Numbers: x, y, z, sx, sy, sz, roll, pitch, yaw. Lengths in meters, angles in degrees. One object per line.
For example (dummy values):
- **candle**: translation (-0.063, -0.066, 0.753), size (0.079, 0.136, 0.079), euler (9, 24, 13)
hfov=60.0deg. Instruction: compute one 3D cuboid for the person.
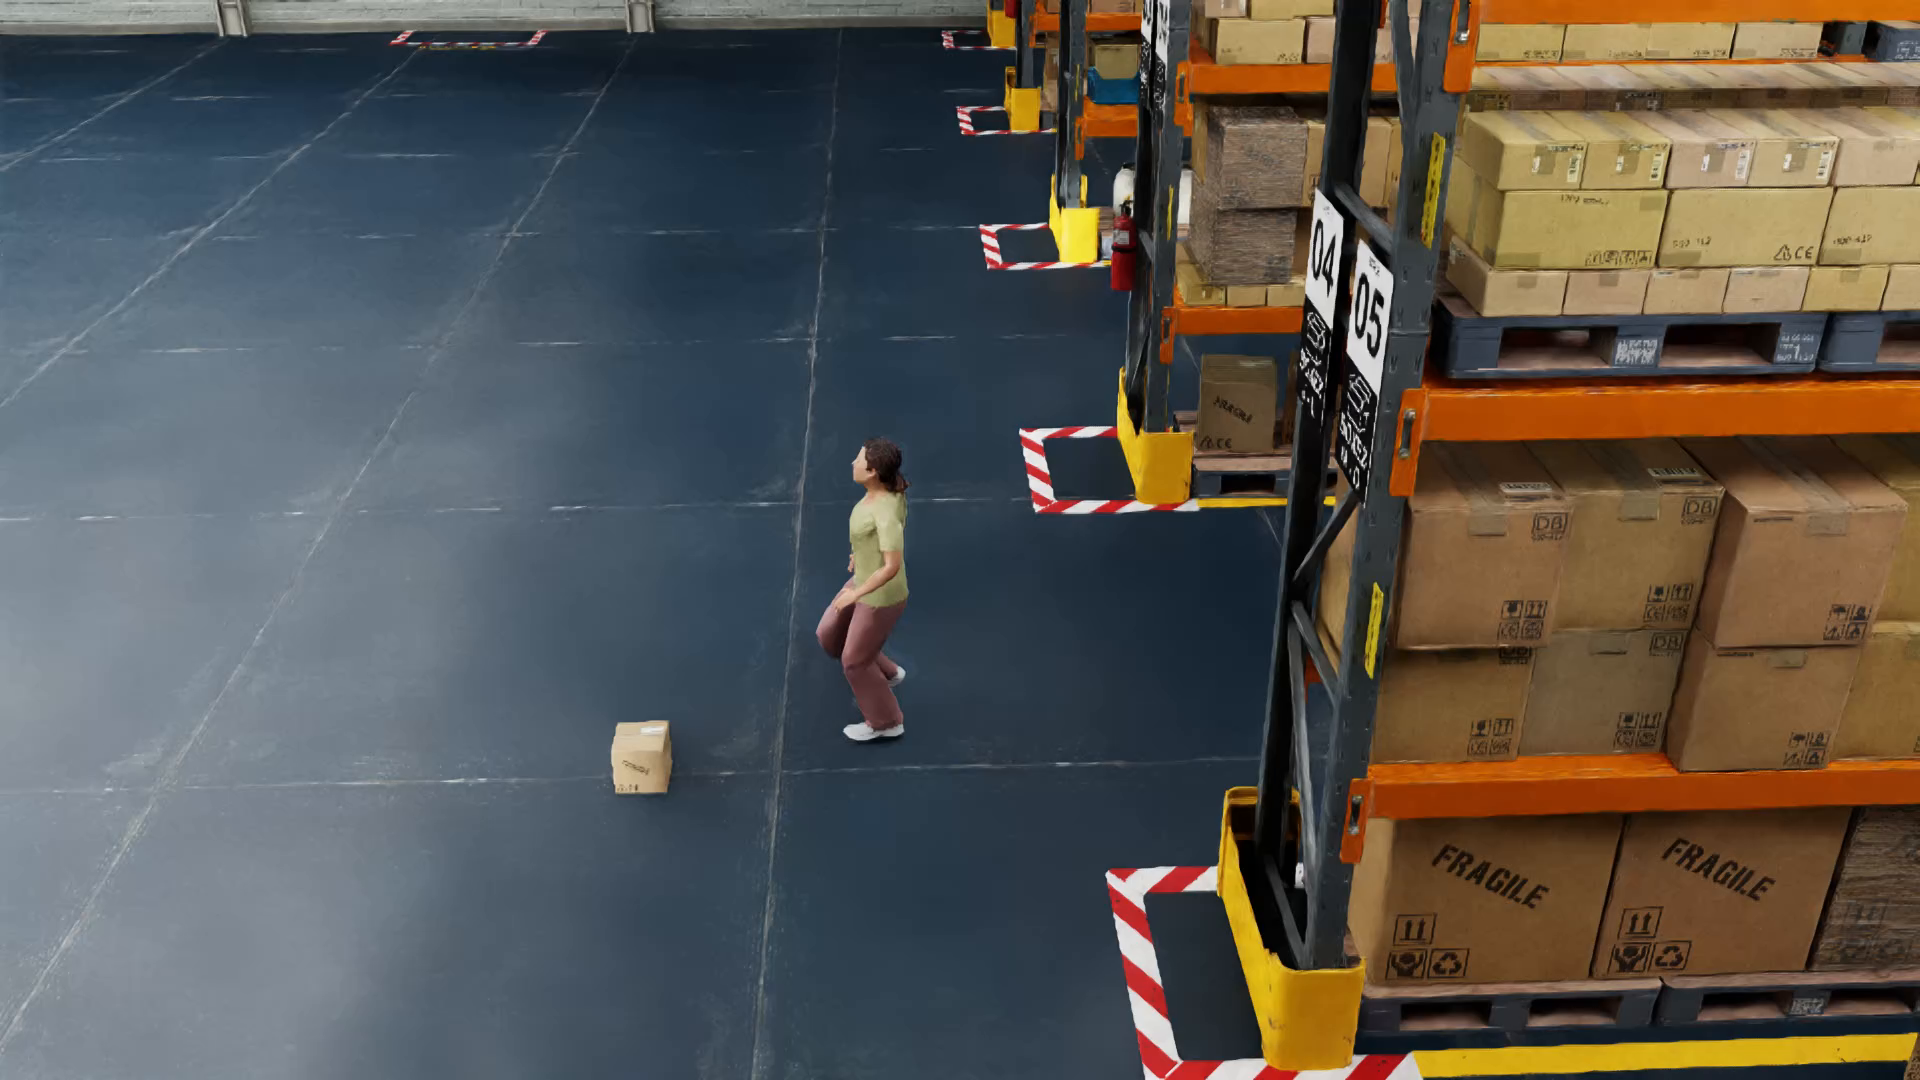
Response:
- **person**: translation (-0.451, 0.378, 8.206), size (0.488, 1.391, 0.616), euler (-6, 28, -11)
